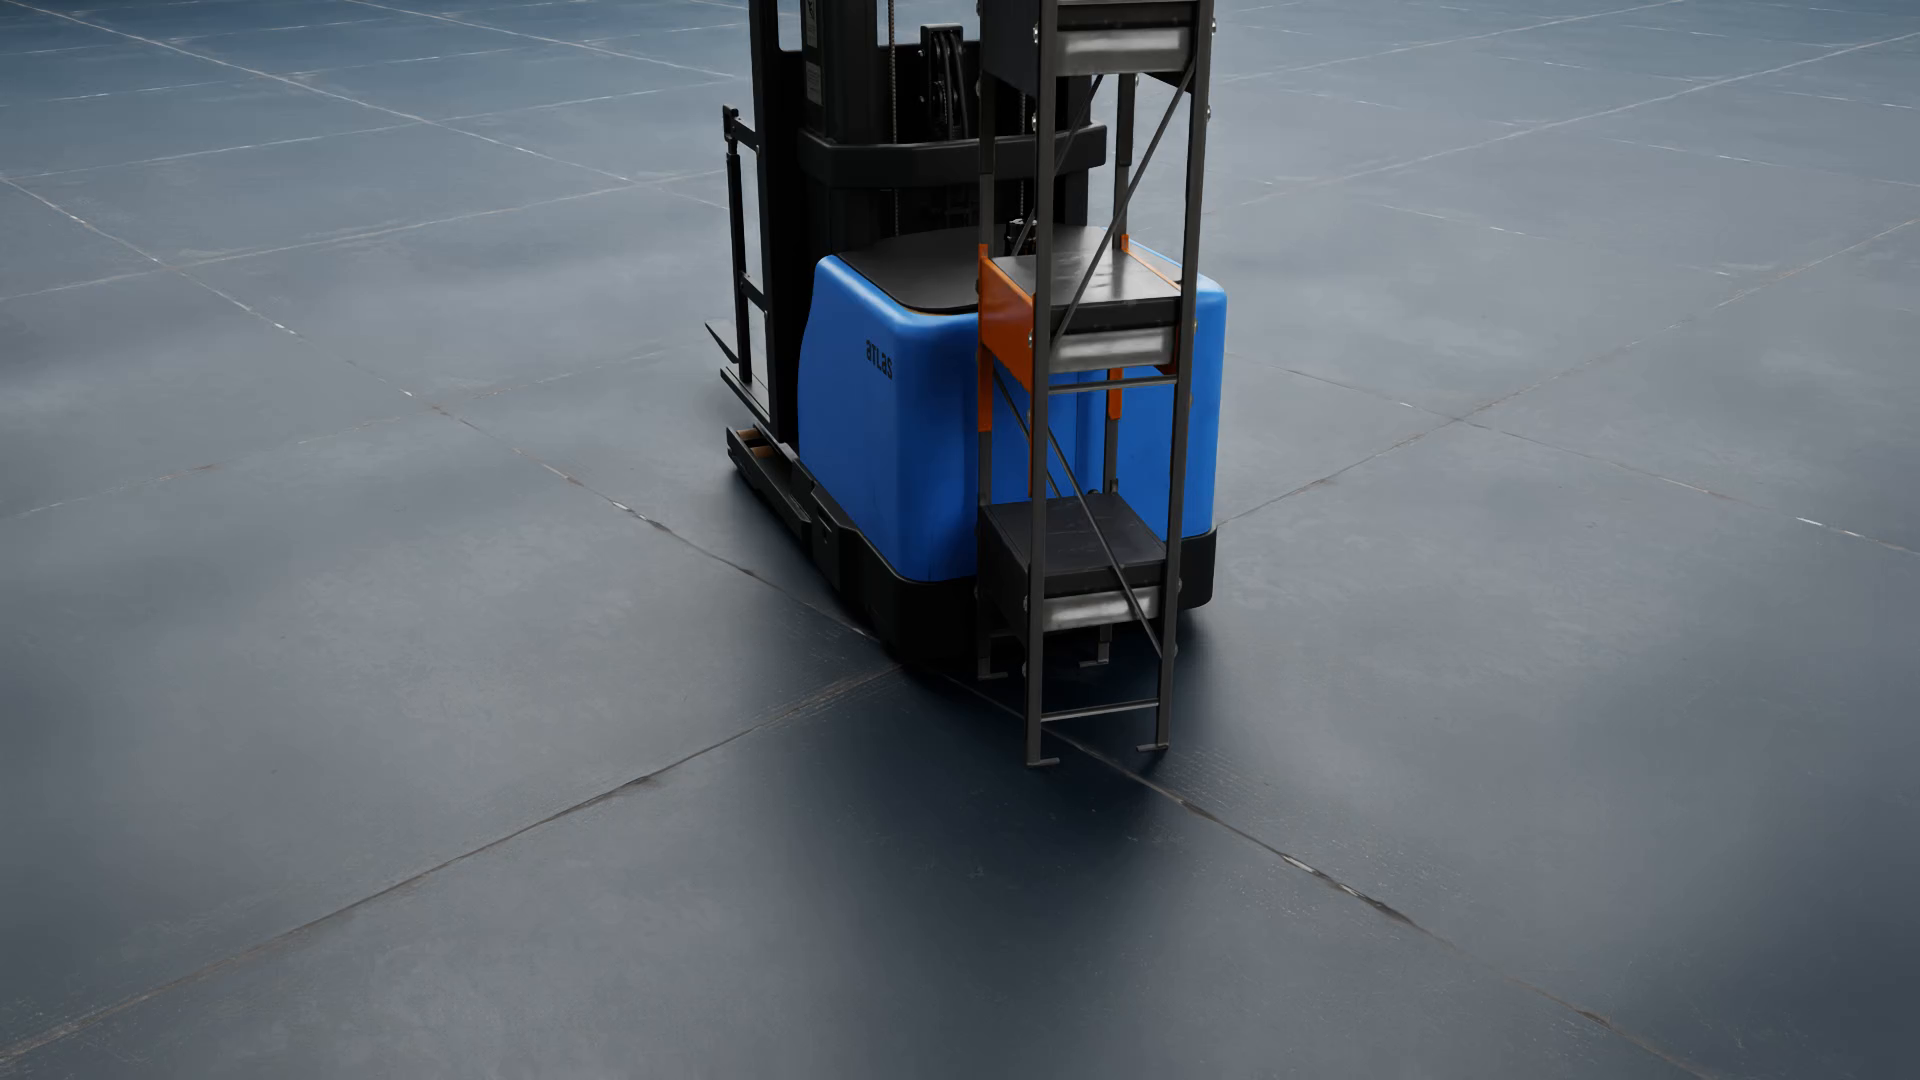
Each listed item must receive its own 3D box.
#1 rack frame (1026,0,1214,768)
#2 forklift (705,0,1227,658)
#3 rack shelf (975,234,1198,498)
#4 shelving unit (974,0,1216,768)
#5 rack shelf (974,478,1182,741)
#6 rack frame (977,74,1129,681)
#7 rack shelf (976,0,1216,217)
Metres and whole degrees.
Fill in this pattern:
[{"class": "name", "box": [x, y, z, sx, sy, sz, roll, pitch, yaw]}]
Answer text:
[{"class": "rack frame", "box": [0.371, -0.372, 4.036, 0.400, 2.100, 0.015, -6, 25, -14]}, {"class": "forklift", "box": [-0.238, -1.575, 5.670, 1.130, 2.935, 3.031, -10, 26, -20]}, {"class": "rack shelf", "box": [0.308, -0.458, 4.257, 0.431, 0.518, 0.480, -6, 25, -14]}, {"class": "shelving unit", "box": [0.308, -0.470, 4.251, 0.431, 2.100, 0.503, -6, 25, -14]}, {"class": "rack shelf", "box": [0.308, 0.179, 4.547, 0.431, 0.518, 0.480, -6, 25, -14]}, {"class": "rack frame", "box": [0.246, -0.568, 4.466, 0.400, 2.100, 0.015, -6, 25, -14]}, {"class": "rack shelf", "box": [0.308, -1.095, 3.966, 0.431, 0.518, 0.480, -6, 25, -14]}]
